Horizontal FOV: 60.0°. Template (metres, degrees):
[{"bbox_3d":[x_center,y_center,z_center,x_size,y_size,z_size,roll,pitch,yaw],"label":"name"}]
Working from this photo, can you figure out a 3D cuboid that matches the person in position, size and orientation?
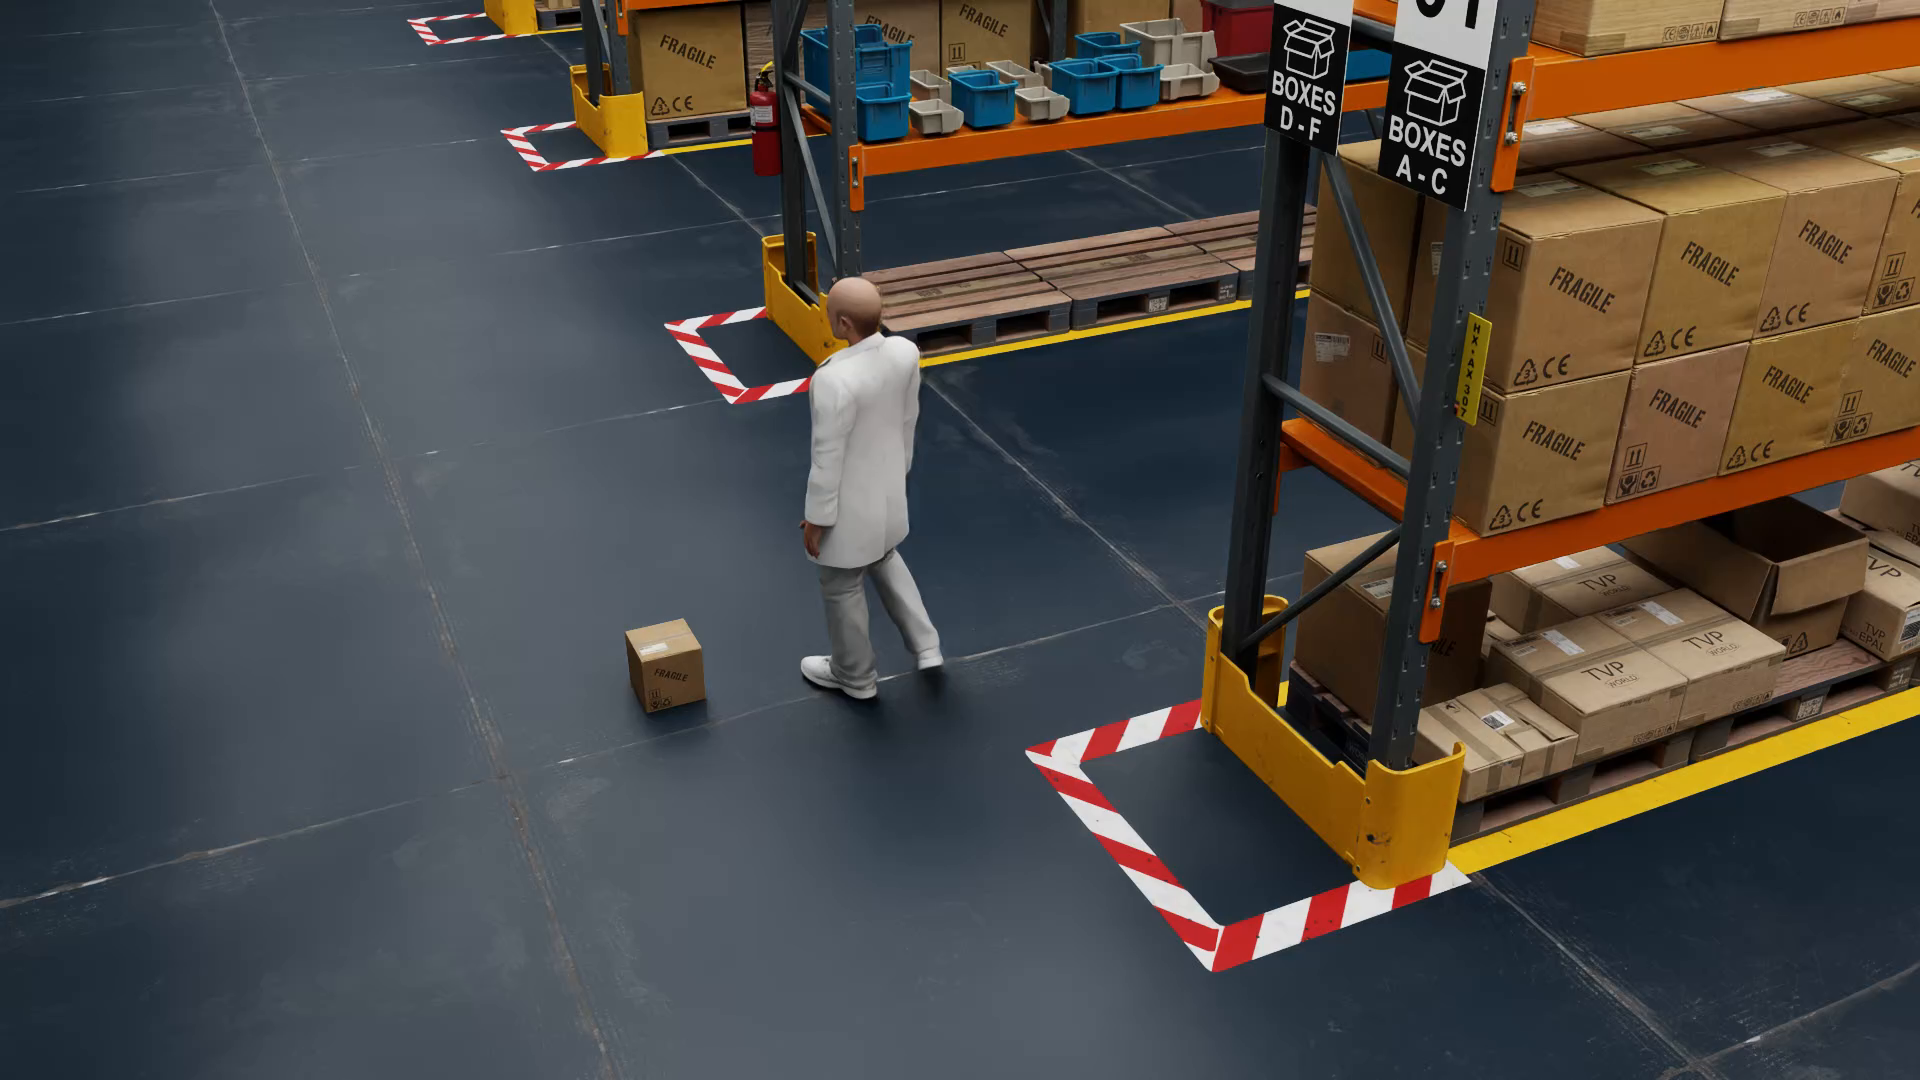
[{"bbox_3d":[-0.378,-0.170,6.426,0.602,1.778,0.622,22,36,34],"label":"person"}]
